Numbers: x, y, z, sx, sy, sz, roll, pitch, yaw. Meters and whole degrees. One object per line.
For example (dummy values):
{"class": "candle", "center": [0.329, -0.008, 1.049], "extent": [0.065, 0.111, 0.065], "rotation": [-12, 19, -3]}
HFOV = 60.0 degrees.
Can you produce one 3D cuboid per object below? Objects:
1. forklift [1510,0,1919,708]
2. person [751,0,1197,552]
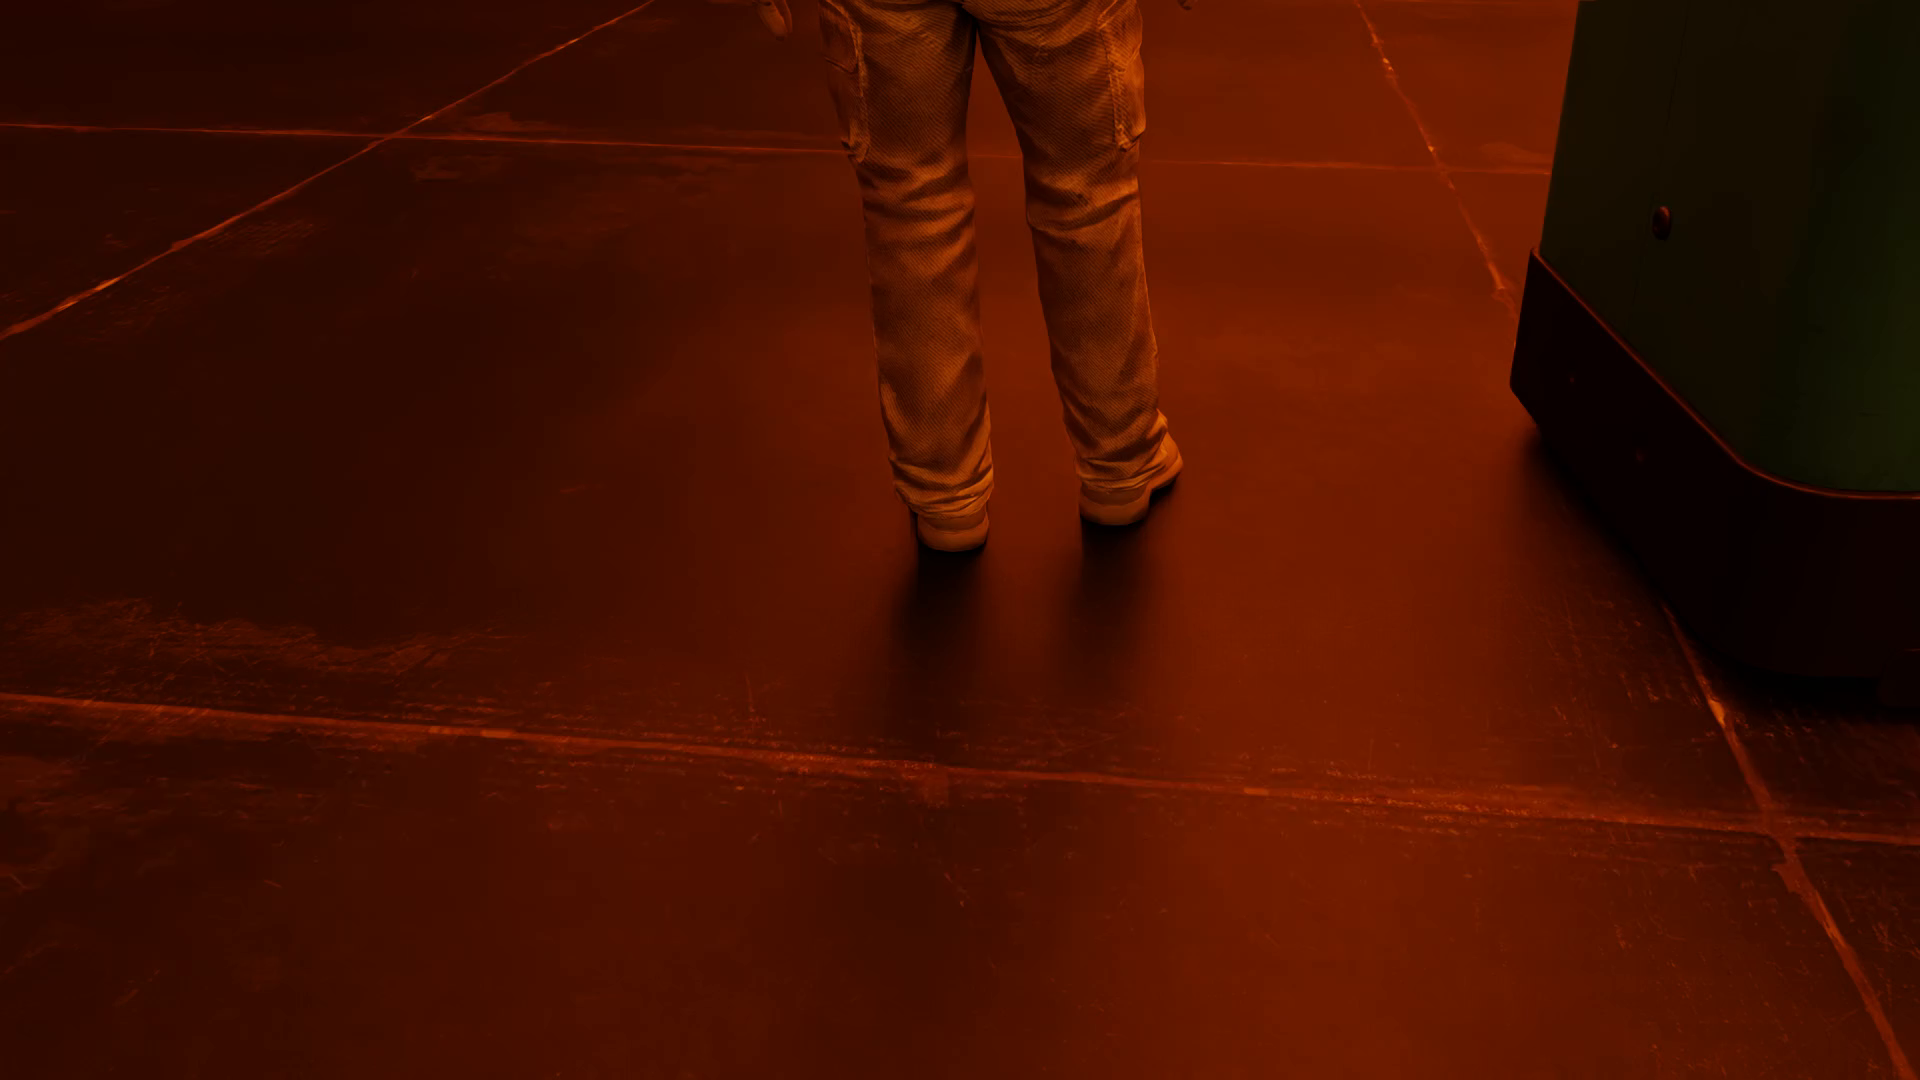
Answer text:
{"class": "forklift", "center": [2.452, -1.303, 1.828], "extent": [3.031, 2.935, 1.130], "rotation": [1, 27, 1]}
{"class": "person", "center": [0.018, -0.834, 2.163], "extent": [0.656, 1.777, 0.576], "rotation": [3, 27, 7]}
